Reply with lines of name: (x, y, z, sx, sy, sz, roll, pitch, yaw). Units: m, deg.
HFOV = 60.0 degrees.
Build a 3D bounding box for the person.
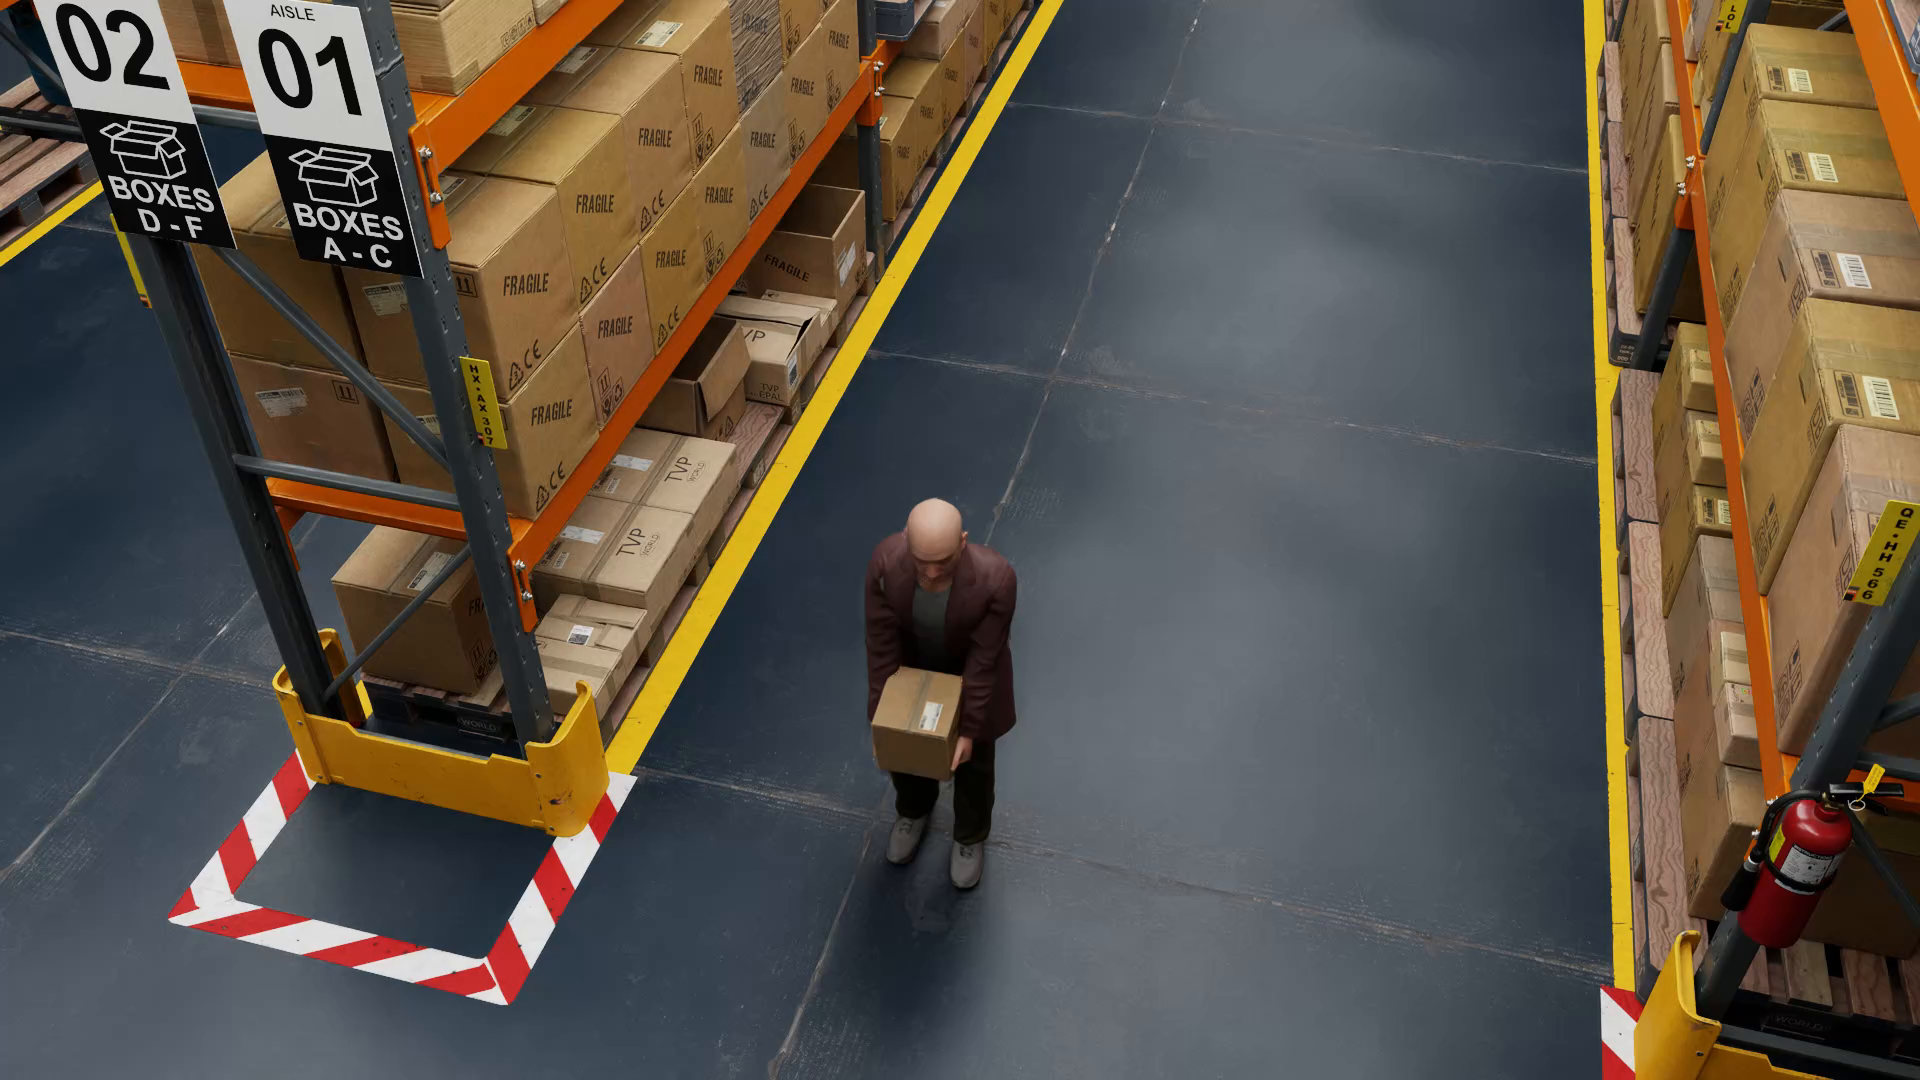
person: (-0.080, 0.503, 5.611, 0.528, 1.744, 0.599, 9, 41, 11)
